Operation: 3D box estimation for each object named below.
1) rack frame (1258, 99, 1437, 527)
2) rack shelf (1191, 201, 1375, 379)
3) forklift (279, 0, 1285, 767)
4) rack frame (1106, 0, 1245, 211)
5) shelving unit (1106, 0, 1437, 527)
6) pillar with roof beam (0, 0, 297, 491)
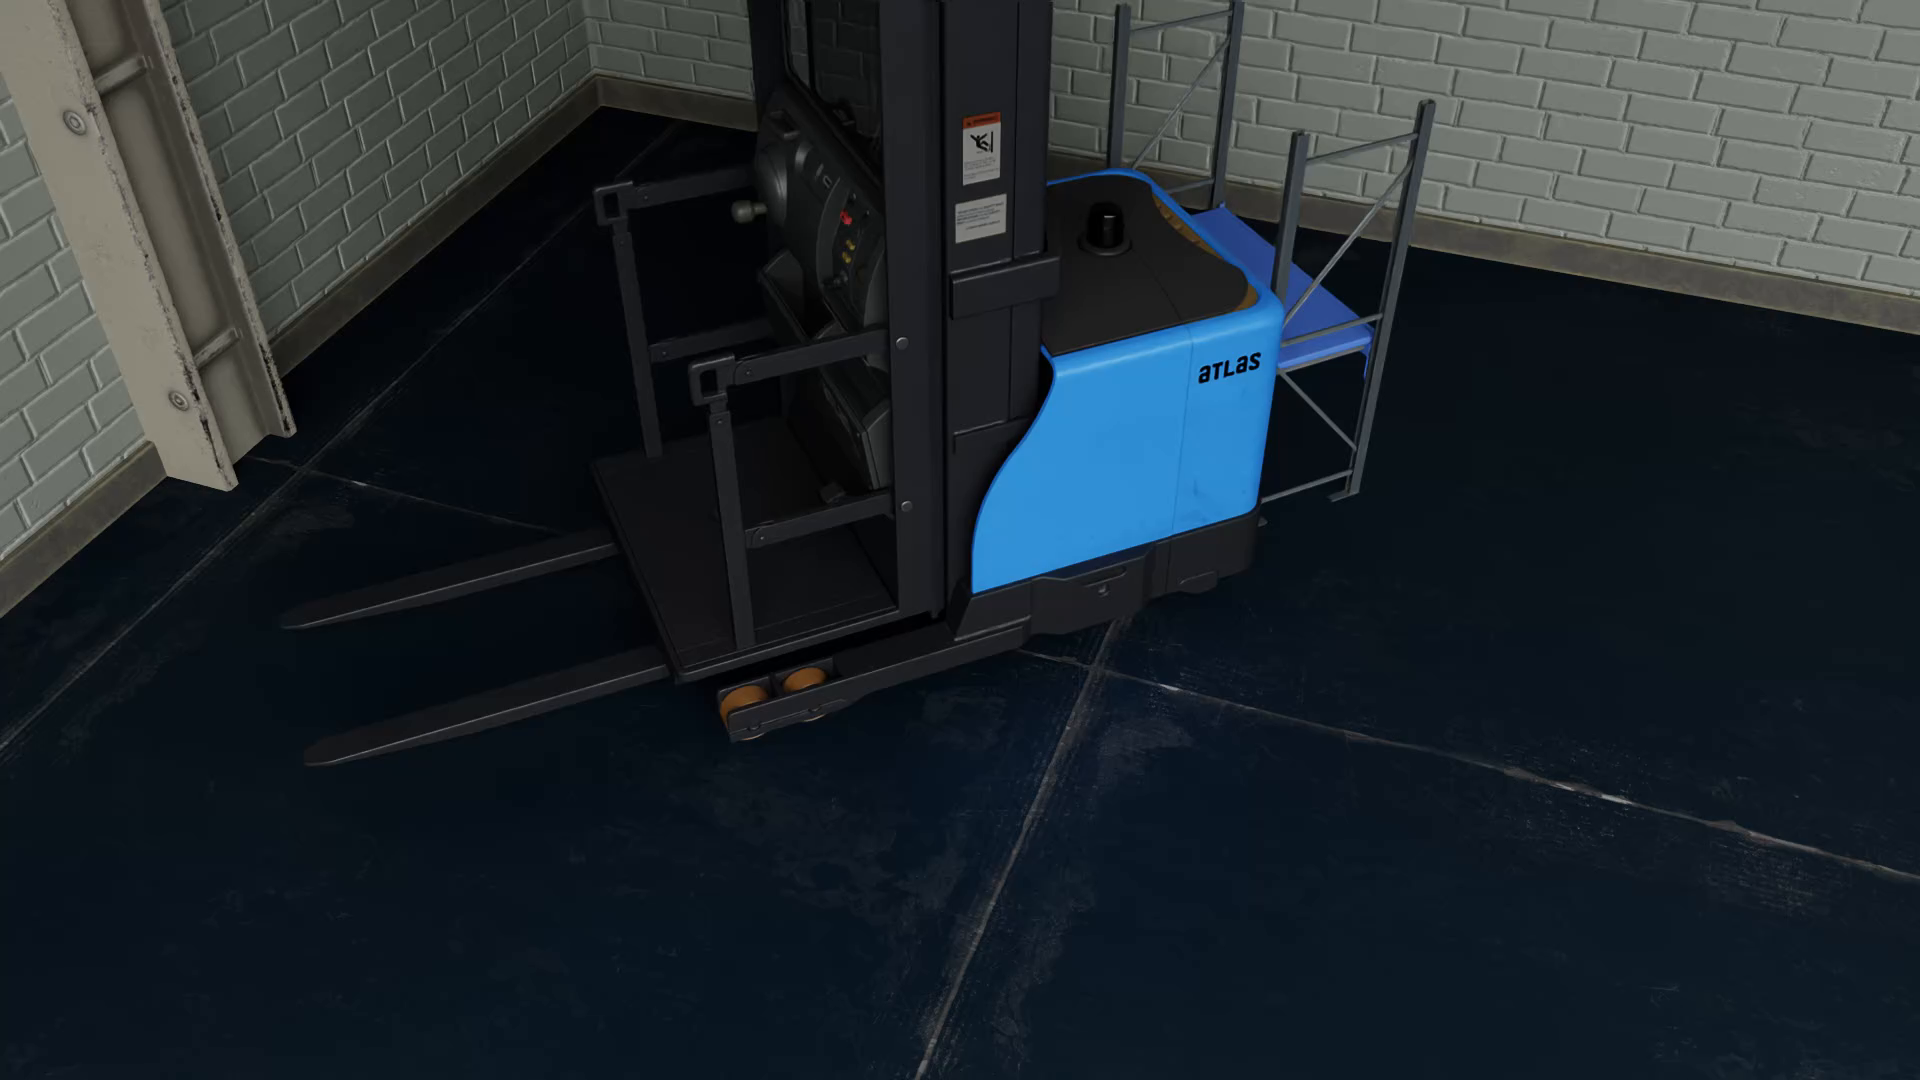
[{"bbox_3d":[1.195,-0.676,5.386,0.500,1.500,0.032,-18,44,-20],"label":"rack frame"},{"bbox_3d":[0.972,-0.835,5.850,0.538,0.185,1.000,-18,44,-20],"label":"rack shelf"},{"bbox_3d":[-0.580,-0.901,4.548,3.031,2.935,1.130,-16,43,-18],"label":"forklift"},{"bbox_3d":[0.749,-1.269,6.081,0.500,1.500,0.032,-18,44,-20],"label":"rack frame"},{"bbox_3d":[0.972,-0.972,5.734,0.538,1.500,1.048,-18,44,-20],"label":"shelving unit"},{"bbox_3d":[1.353,-2.796,2.094,9.100,9.000,0.400,13,42,15],"label":"pillar with roof beam"}]
